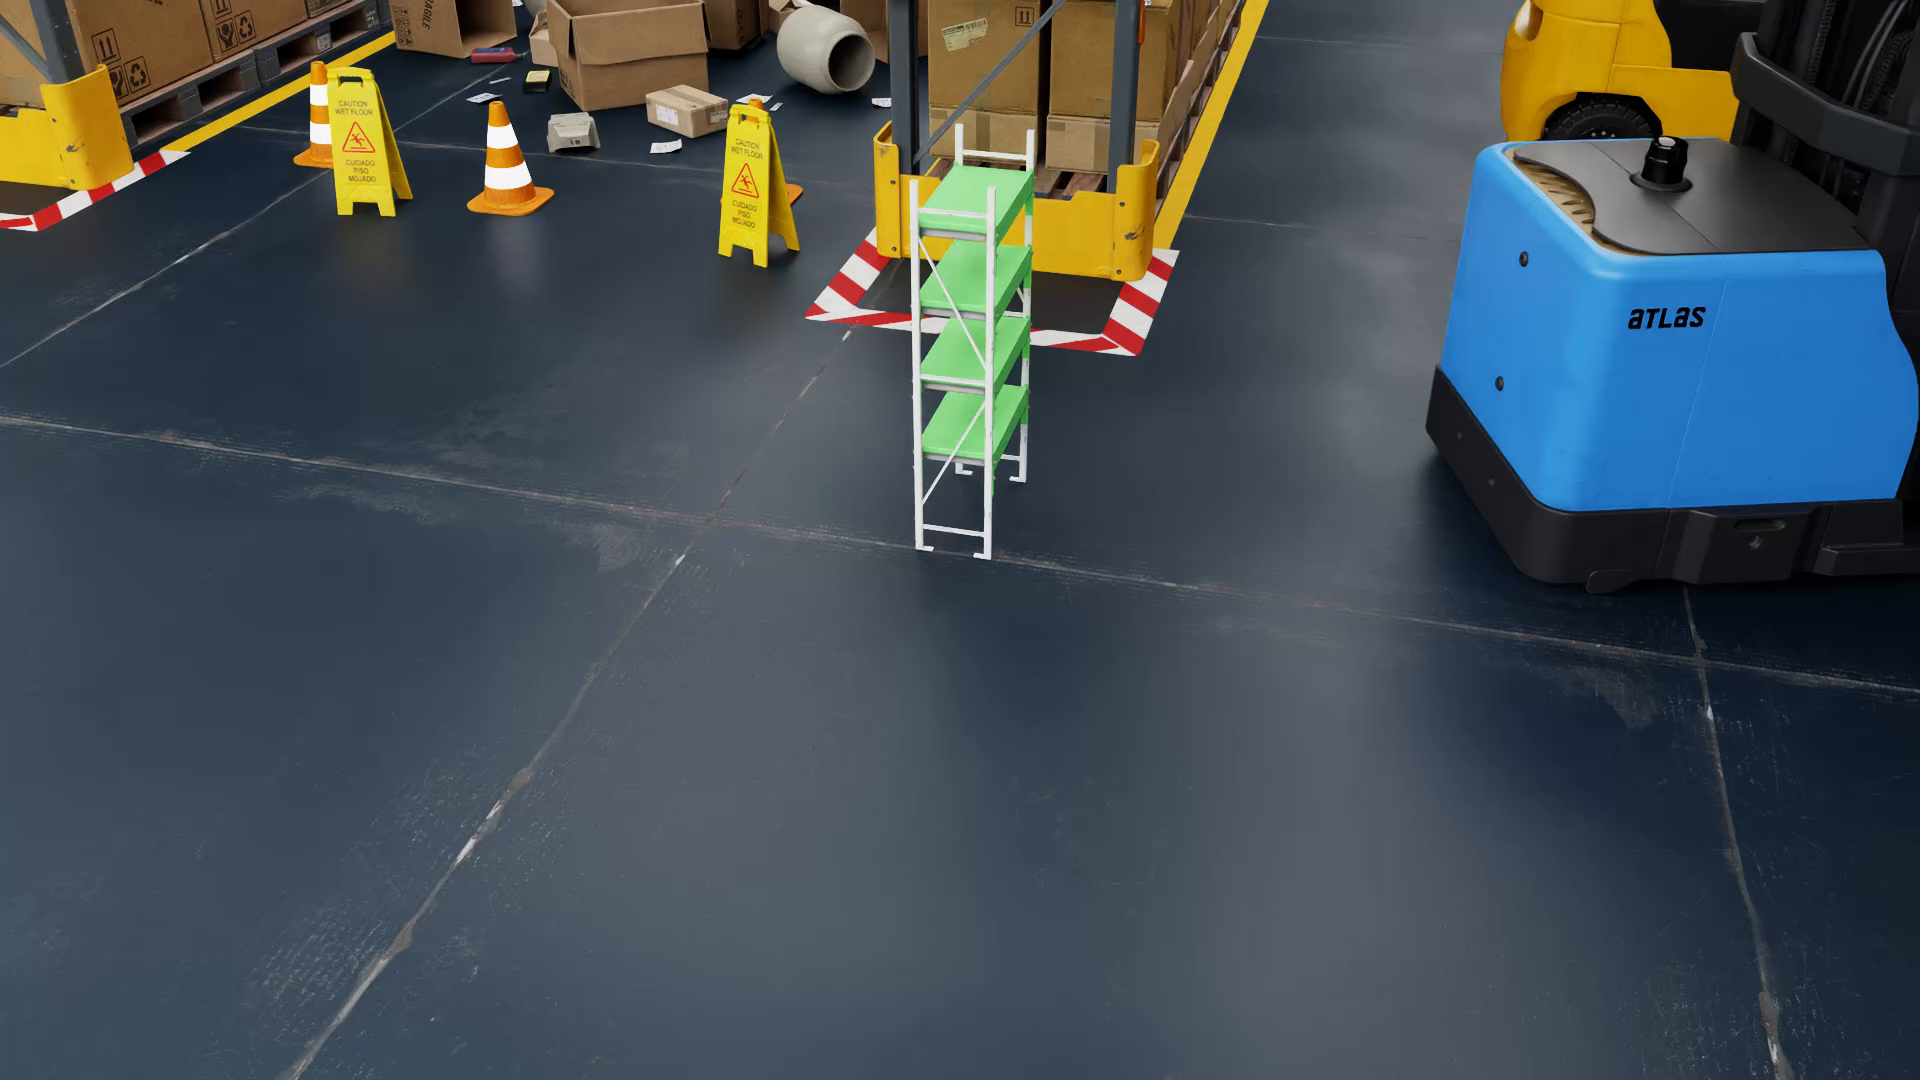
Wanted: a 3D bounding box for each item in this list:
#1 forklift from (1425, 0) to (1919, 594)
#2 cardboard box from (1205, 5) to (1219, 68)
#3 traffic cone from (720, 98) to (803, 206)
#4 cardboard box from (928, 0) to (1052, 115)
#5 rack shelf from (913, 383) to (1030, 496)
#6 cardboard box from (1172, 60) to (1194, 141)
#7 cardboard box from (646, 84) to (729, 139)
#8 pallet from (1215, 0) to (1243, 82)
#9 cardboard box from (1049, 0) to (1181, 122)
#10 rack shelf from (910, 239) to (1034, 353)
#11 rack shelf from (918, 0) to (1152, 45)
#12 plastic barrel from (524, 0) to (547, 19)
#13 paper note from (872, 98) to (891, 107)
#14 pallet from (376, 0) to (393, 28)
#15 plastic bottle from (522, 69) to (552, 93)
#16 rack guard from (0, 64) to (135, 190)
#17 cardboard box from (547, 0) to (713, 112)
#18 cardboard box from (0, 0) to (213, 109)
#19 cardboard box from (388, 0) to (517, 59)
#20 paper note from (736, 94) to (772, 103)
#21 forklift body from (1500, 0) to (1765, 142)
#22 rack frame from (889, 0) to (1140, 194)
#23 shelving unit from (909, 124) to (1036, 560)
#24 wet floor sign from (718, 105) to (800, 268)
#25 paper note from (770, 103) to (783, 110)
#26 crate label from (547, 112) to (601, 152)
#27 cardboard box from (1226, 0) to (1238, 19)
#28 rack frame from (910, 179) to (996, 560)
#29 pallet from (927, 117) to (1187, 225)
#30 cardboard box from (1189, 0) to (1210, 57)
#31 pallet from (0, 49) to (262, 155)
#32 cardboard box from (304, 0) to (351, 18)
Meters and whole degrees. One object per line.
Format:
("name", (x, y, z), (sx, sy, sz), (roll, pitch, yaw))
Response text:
("forklift", (3.143, -1.388, 4.702), (3.031, 2.935, 1.130), (-3, 33, -4))
("cardboard box", (1.080, -2.675, 8.833), (0.500, 0.250, 0.500), (9, 33, 13))
("traffic cone", (-0.925, -1.795, 7.642), (0.336, 0.463, 0.334), (8, 33, 12))
("cardboard box", (0.165, -2.251, 7.467), (0.500, 0.500, 0.500), (8, 33, 13))
("rack shelf", (0.042, -0.336, 5.226), (0.258, 0.148, 0.480), (8, 33, 12))
("cardboard box", (0.823, -2.128, 7.973), (0.500, 0.250, 0.500), (9, 34, 14))
("cardboard box", (-1.408, -2.218, 8.600), (0.380, 0.149, 0.250), (28, 42, 36))
("pallet", (1.093, -3.012, 9.791), (1.003, 0.211, 1.213), (8, 33, 12))
("cardboard box", (0.692, -2.193, 7.376), (0.500, 0.500, 0.500), (7, 33, 11))
("rack shelf", (0.042, -0.741, 4.969), (0.258, 0.148, 0.480), (8, 33, 12))
("rack shelf", (0.721, -3.201, 8.159), (1.077, 0.370, 4.000), (8, 33, 12))
("plastic barrel", (-2.389, -3.279, 10.013), (0.421, 0.421, 0.512), (-21, 38, -29))
("paper note", (-0.399, -2.359, 8.933), (0.142, 0.019, 0.148), (-3, 33, -4))
("pallet", (-3.853, -3.603, 10.721), (1.003, 0.211, 1.213), (8, 33, 12))
("plastic bottle", (-2.334, -2.546, 9.198), (0.133, 0.061, 0.283), (-3, 33, -4))
("rack guard", (-4.606, -2.021, 7.962), (1.175, 0.500, 0.348), (8, 33, 12))
("cardboard box", (-1.789, -2.669, 8.979), (0.797, 0.503, 0.637), (-14, 35, -21))
("cardboard box", (-4.492, -2.729, 8.336), (0.875, 0.875, 0.875), (8, 33, 13))
("cardboard box", (-2.986, -3.164, 9.759), (0.500, 0.500, 0.500), (14, 35, 21))
("paper note", (-1.111, -2.390, 8.992), (0.148, 0.019, 0.142), (20, 38, 29))
("forklift body", (3.733, -2.667, 7.440), (2.313, 2.155, 1.214), (8, 33, 12))
("rack frame", (0.214, -2.466, 6.334), (1.000, 3.000, 0.127), (8, 33, 12))
("shelving unit", (0.042, -0.592, 5.063), (0.258, 1.200, 0.503), (8, 33, 12))
("wet floor sign", (-0.869, -1.520, 7.039), (0.267, 0.644, 0.232), (20, 38, 29))
("paper note", (-0.980, -2.316, 8.883), (0.032, 0.001, 0.123), (8, 33, 12))
("crate label", (-1.945, -2.048, 8.344), (0.250, 0.136, 0.298), (-8, 33, -13))
("cardboard box", (1.339, -3.216, 9.684), (0.500, 0.250, 0.500), (10, 34, 15))
("rack frame", (-0.020, -0.466, 4.864), (0.240, 1.200, 0.015), (8, 33, 12))
("pallet", (0.474, -1.746, 7.799), (1.003, 0.211, 1.213), (8, 33, 12))
("cardboard box", (0.955, -2.724, 8.212), (0.500, 0.500, 0.500), (9, 33, 13))
("pallet", (-4.472, -2.337, 8.729), (1.003, 0.211, 1.213), (8, 33, 12))
("cardboard box", (-4.037, -3.659, 9.799), (0.875, 0.875, 0.875), (8, 33, 13))
